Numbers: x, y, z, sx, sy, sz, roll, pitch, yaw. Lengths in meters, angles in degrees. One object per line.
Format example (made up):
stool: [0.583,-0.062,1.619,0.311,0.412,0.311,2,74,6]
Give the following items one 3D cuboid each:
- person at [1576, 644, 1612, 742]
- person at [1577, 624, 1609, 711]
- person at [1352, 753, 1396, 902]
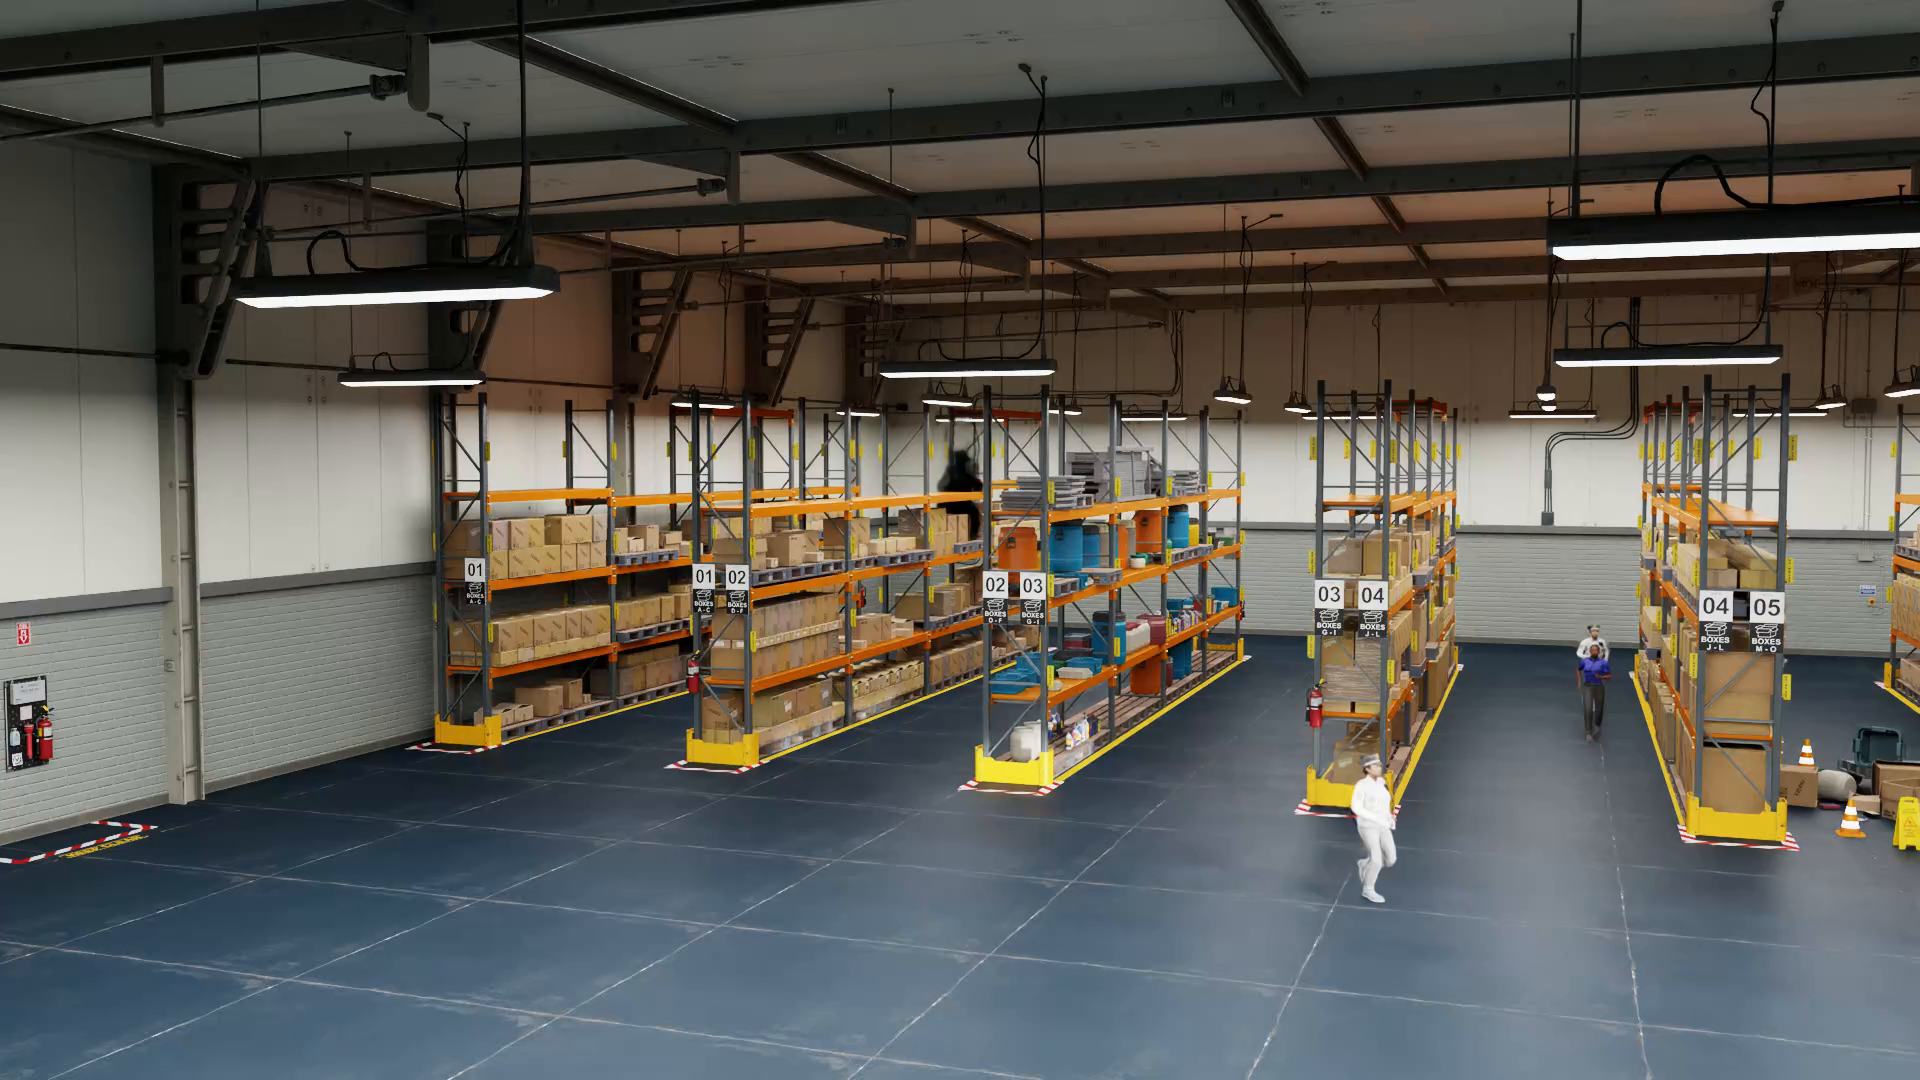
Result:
person: [10.970,2.621,28.793,0.576,1.646,0.919,1,3,20]
person: [12.298,2.449,32.293,0.622,1.662,0.689,1,3,9]
person: [4.624,3.196,18.545,0.614,1.658,0.526,-2,4,-37]
